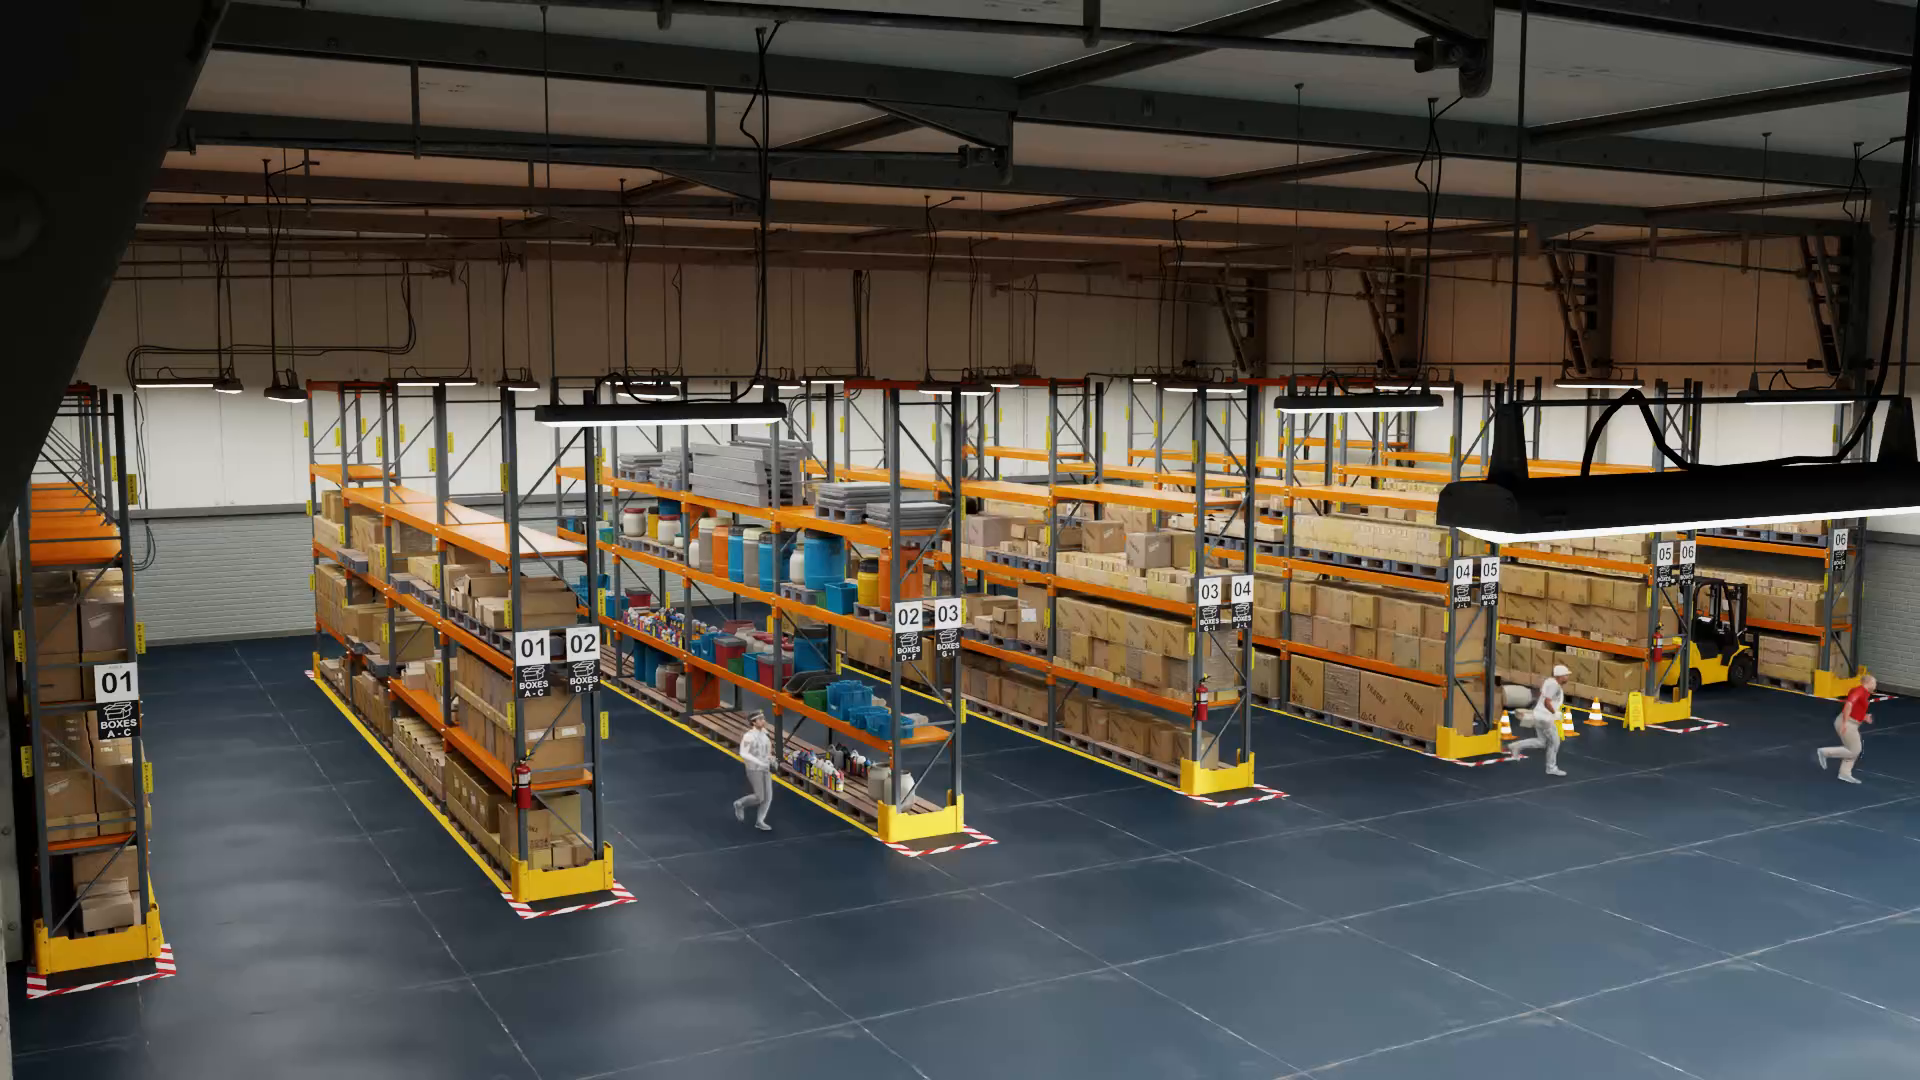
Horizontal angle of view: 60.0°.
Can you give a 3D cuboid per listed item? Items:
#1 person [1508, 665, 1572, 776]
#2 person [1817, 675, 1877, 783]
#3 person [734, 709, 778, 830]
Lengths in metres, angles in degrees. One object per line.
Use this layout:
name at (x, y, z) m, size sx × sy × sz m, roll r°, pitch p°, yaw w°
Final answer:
person at (8.924, 2.765, 25.616) m, size 0.890 × 1.726 × 0.654 m, roll 2°, pitch 6°, yaw 17°
person at (13.445, 2.852, 25.241) m, size 0.774 × 1.667 × 0.658 m, roll 2°, pitch 6°, yaw 17°
person at (-2.778, 3.106, 22.638) m, size 0.611 × 1.648 × 0.609 m, roll 4°, pitch 7°, yaw 30°
